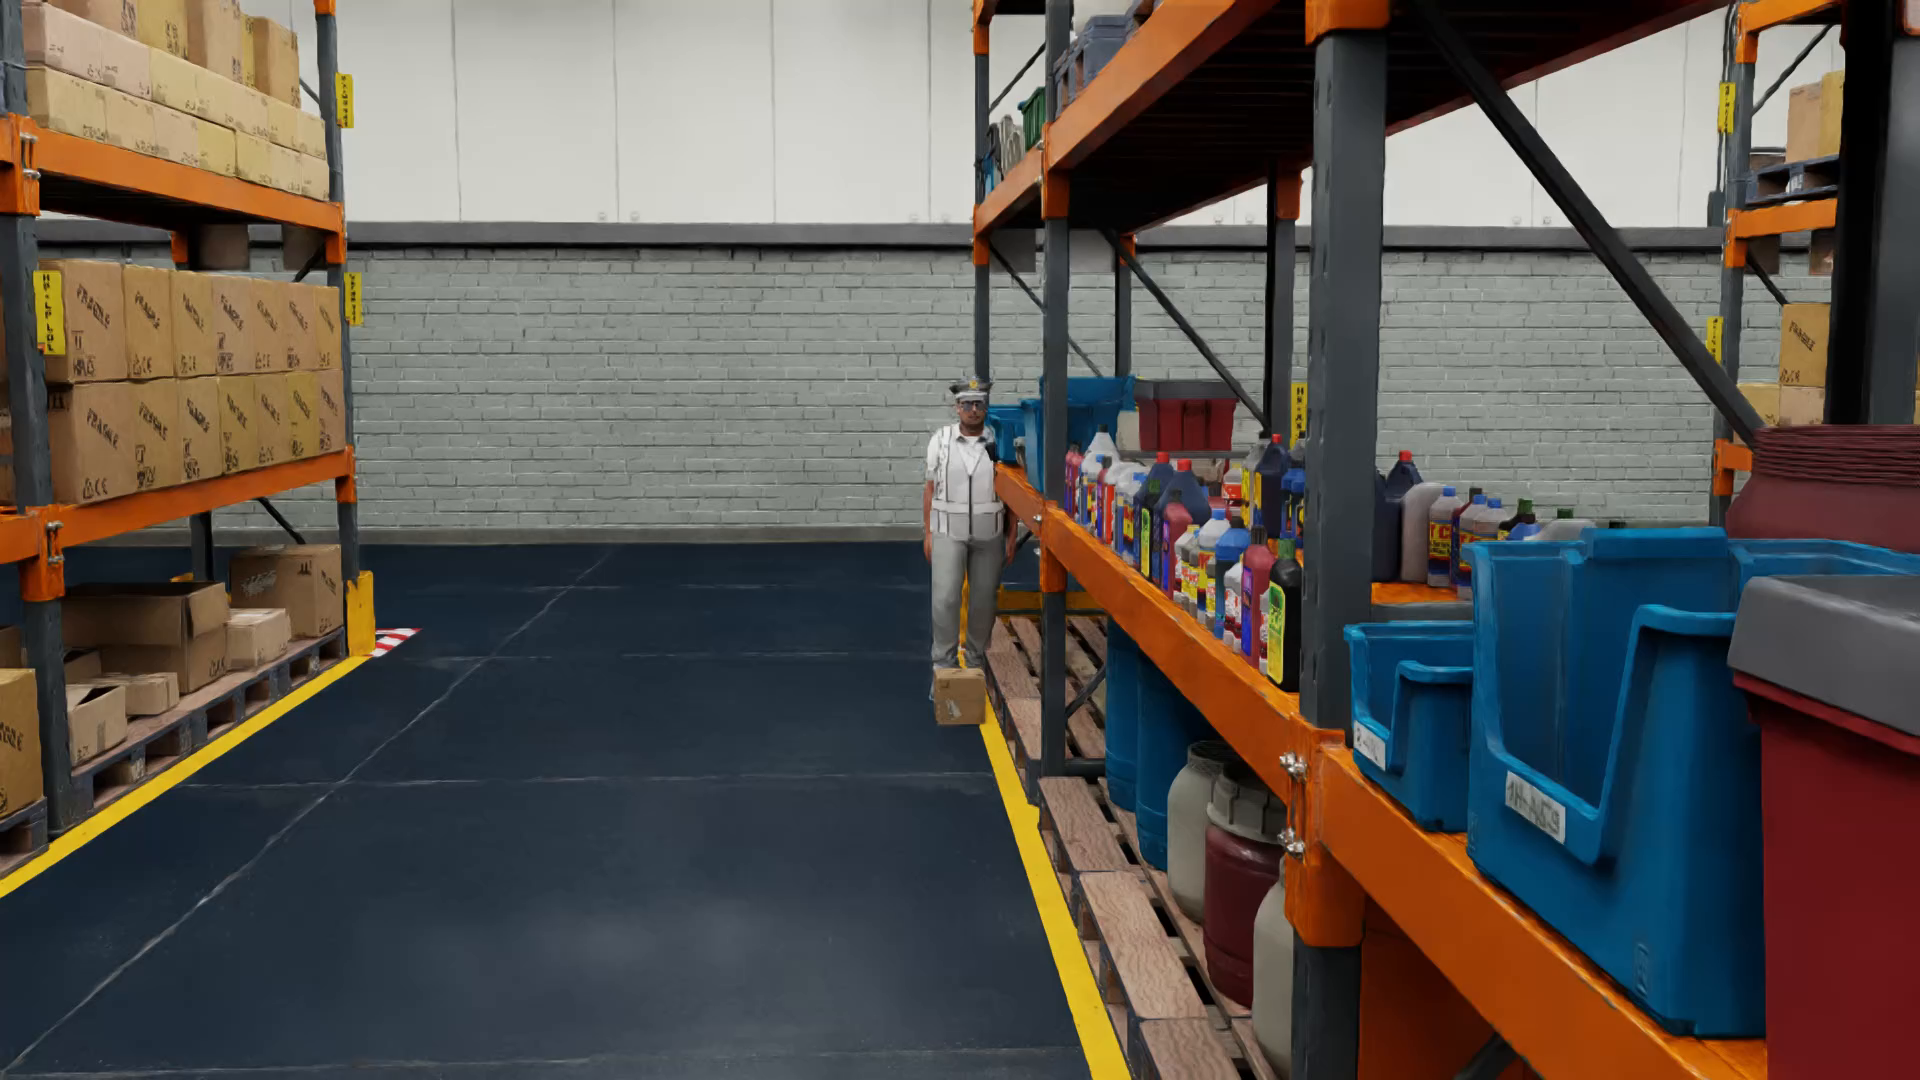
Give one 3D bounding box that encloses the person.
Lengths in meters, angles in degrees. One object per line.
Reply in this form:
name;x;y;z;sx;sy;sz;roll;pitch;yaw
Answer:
person;0.074;-0.021;9.279;0.536;1.770;0.612;-1;7;-5
